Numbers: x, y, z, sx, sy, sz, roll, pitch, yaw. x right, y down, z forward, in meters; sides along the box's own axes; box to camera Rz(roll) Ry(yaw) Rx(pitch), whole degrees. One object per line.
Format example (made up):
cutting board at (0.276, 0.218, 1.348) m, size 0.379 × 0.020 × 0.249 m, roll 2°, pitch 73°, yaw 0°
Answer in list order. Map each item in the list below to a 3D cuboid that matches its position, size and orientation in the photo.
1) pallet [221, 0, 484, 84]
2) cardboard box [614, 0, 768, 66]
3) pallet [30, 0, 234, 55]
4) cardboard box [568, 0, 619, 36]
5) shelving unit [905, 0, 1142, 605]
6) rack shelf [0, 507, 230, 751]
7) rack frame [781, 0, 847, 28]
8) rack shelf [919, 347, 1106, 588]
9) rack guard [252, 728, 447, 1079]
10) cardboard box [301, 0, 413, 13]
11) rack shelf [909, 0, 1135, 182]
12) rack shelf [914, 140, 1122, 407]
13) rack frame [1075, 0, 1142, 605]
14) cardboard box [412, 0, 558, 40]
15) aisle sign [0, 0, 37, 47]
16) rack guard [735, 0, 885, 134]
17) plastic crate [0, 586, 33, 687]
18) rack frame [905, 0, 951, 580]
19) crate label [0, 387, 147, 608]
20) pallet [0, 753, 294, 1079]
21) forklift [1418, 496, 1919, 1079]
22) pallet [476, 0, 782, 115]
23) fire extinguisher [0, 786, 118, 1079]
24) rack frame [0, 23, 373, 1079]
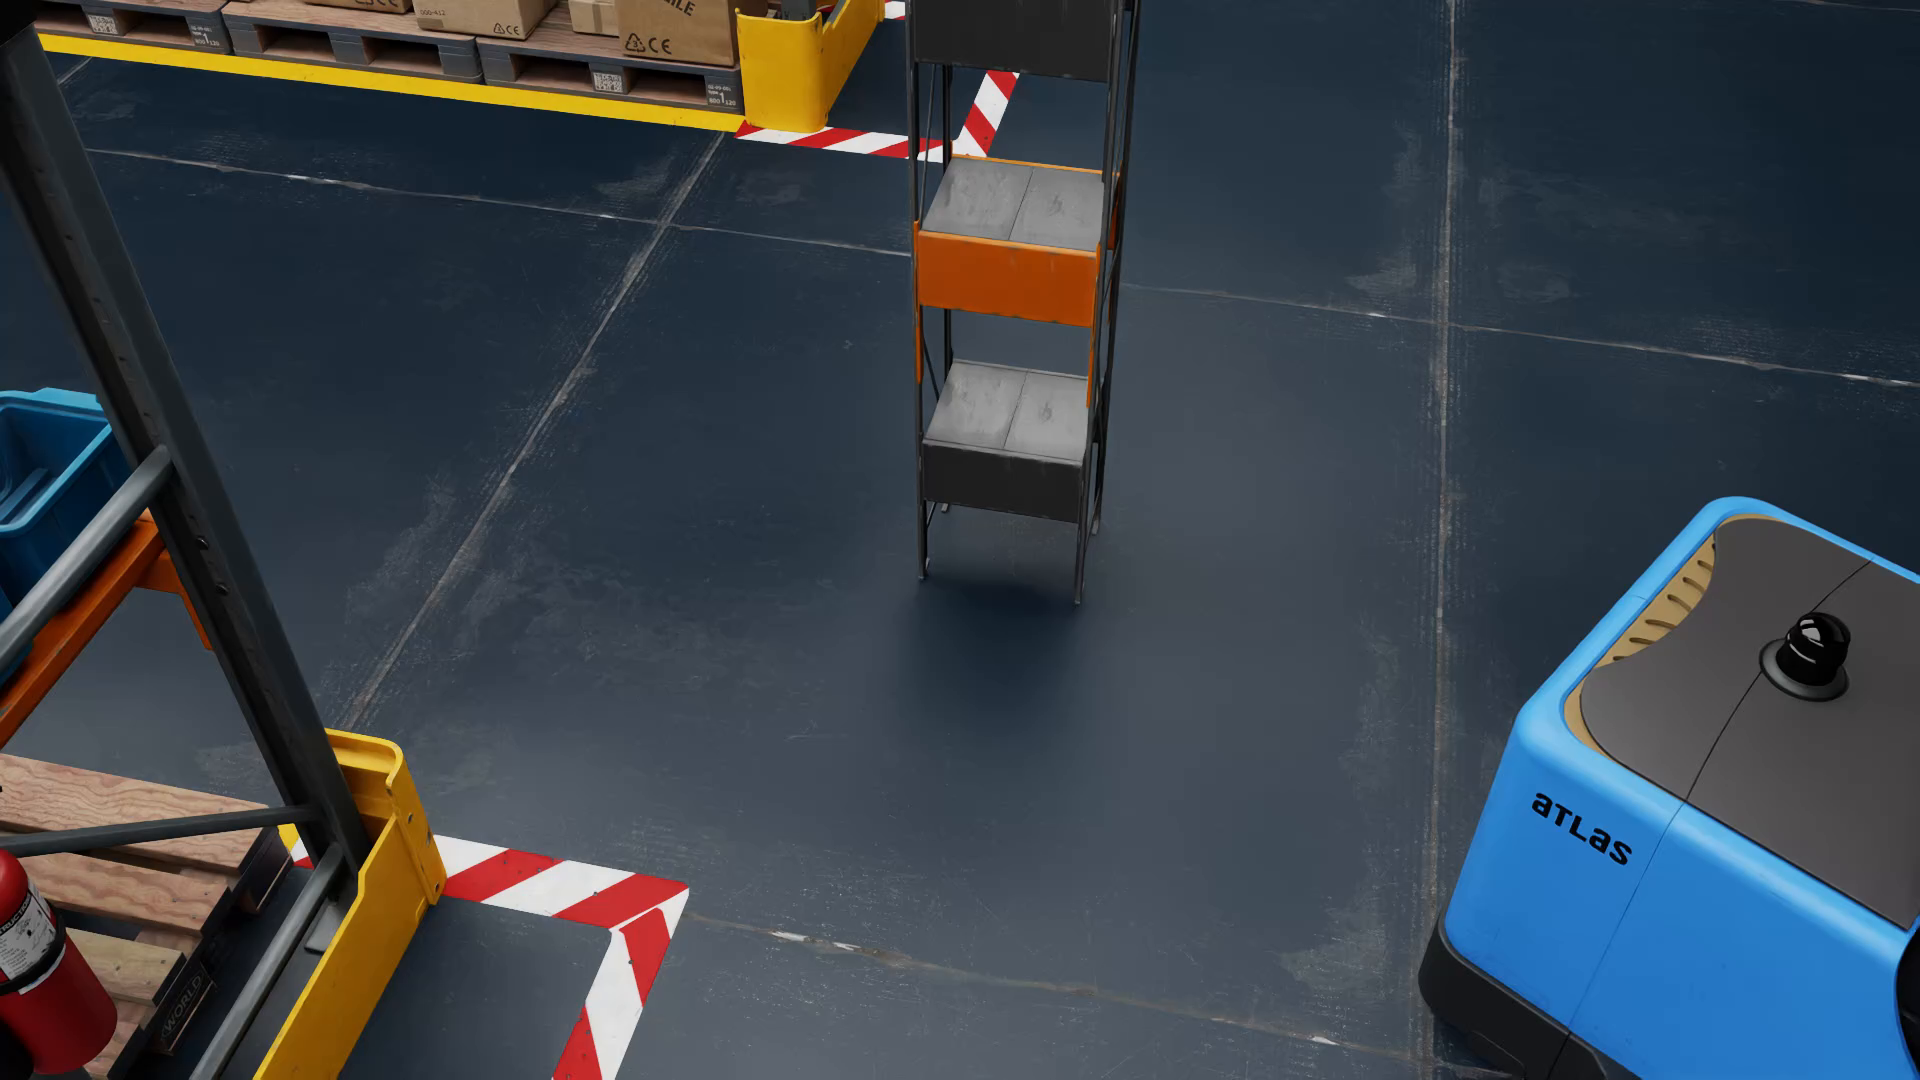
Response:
pallet at (-2.598, -2.515, 7.711) m, size 1.213 × 0.211 × 1.003 m, roll 9°, pitch 45°, yaw 9°
cardboard box at (-1.143, -2.376, 7.041) m, size 0.500 × 0.500 × 0.500 m, roll 9°, pitch 45°, yaw 9°
pallet at (-3.792, -2.699, 7.902) m, size 1.213 × 0.211 × 1.003 m, roll 9°, pitch 45°, yaw 9°
cardboard box at (-1.519, -2.378, 7.283) m, size 0.250 × 0.166 × 0.380 m, roll 9°, pitch 45°, yaw 9°
shelving unit at (0.162, -0.731, 4.496) m, size 0.503 × 2.100 × 0.431 m, roll 9°, pitch 45°, yaw 9°
rack shelf at (-3.596, 0.106, 3.496) m, size 4.000 × 0.370 × 1.077 m, roll 9°, pitch 45°, yaw 9°
rack frame at (-0.559, -3.202, 6.414) m, size 0.127 × 3.000 × 1.000 m, roll 9°, pitch 45°, yaw 9°
rack shelf at (0.162, -0.217, 4.991) m, size 0.480 × 0.518 × 0.431 m, roll 9°, pitch 45°, yaw 9°
rack guard at (-1.618, 1.045, 3.804) m, size 0.348 × 0.500 × 1.175 m, roll 9°, pitch 45°, yaw 9°
cardboard box at (-2.628, -2.786, 7.464) m, size 0.637 × 0.503 × 0.797 m, roll 9°, pitch 45°, yaw 9°
rack shelf at (0.162, -1.226, 4.020) m, size 0.480 × 0.518 × 0.431 m, roll 9°, pitch 45°, yaw 9°
rack shelf at (0.162, -0.722, 4.505) m, size 0.480 × 0.518 × 0.431 m, roll 9°, pitch 45°, yaw 9°
rack frame at (0.400, -0.694, 4.457) m, size 0.015 × 2.100 × 0.400 m, roll 9°, pitch 45°, yaw 9°
cardboard box at (-2.064, -2.450, 7.298) m, size 0.500 × 0.250 × 0.500 m, roll 9°, pitch 45°, yaw 9°
aisle sign at (-1.509, -0.977, 2.228) m, size 0.004 × 0.787 × 0.394 m, roll 9°, pitch 45°, yaw 9°
rack guard at (-0.633, -2.313, 7.293) m, size 0.348 × 0.500 × 1.175 m, roll 9°, pitch 45°, yaw 9°
plastic crate at (-2.012, 0.191, 2.820) m, size 0.499 × 0.435 × 0.616 m, roll 9°, pitch 45°, yaw 9°
rack frame at (-0.077, -0.768, 4.534) m, size 0.015 × 2.100 × 0.400 m, roll 9°, pitch 45°, yaw 9°
crate label at (-1.813, -0.072, 3.239) m, size 0.303 × 0.233 × 0.416 m, roll 9°, pitch 45°, yaw 9°
pallet at (-2.440, 1.003, 4.056) m, size 1.213 × 0.211 × 1.003 m, roll 9°, pitch 45°, yaw 9°
forklift at (2.529, 0.534, 2.581) m, size 3.031 × 2.935 × 1.130 m, roll 33°, pitch 53°, yaw 30°
pallet at (-1.411, -2.329, 7.518) m, size 1.213 × 0.211 × 1.003 m, roll 9°, pitch 45°, yaw 9°
fire extinguisher at (-1.596, 0.642, 2.745) m, size 0.183 × 0.674 × 0.296 m, roll 9°, pitch 45°, yaw 9°
rack frame at (-1.644, 0.149, 2.932) m, size 0.127 × 3.000 × 1.000 m, roll 9°, pitch 45°, yaw 9°
